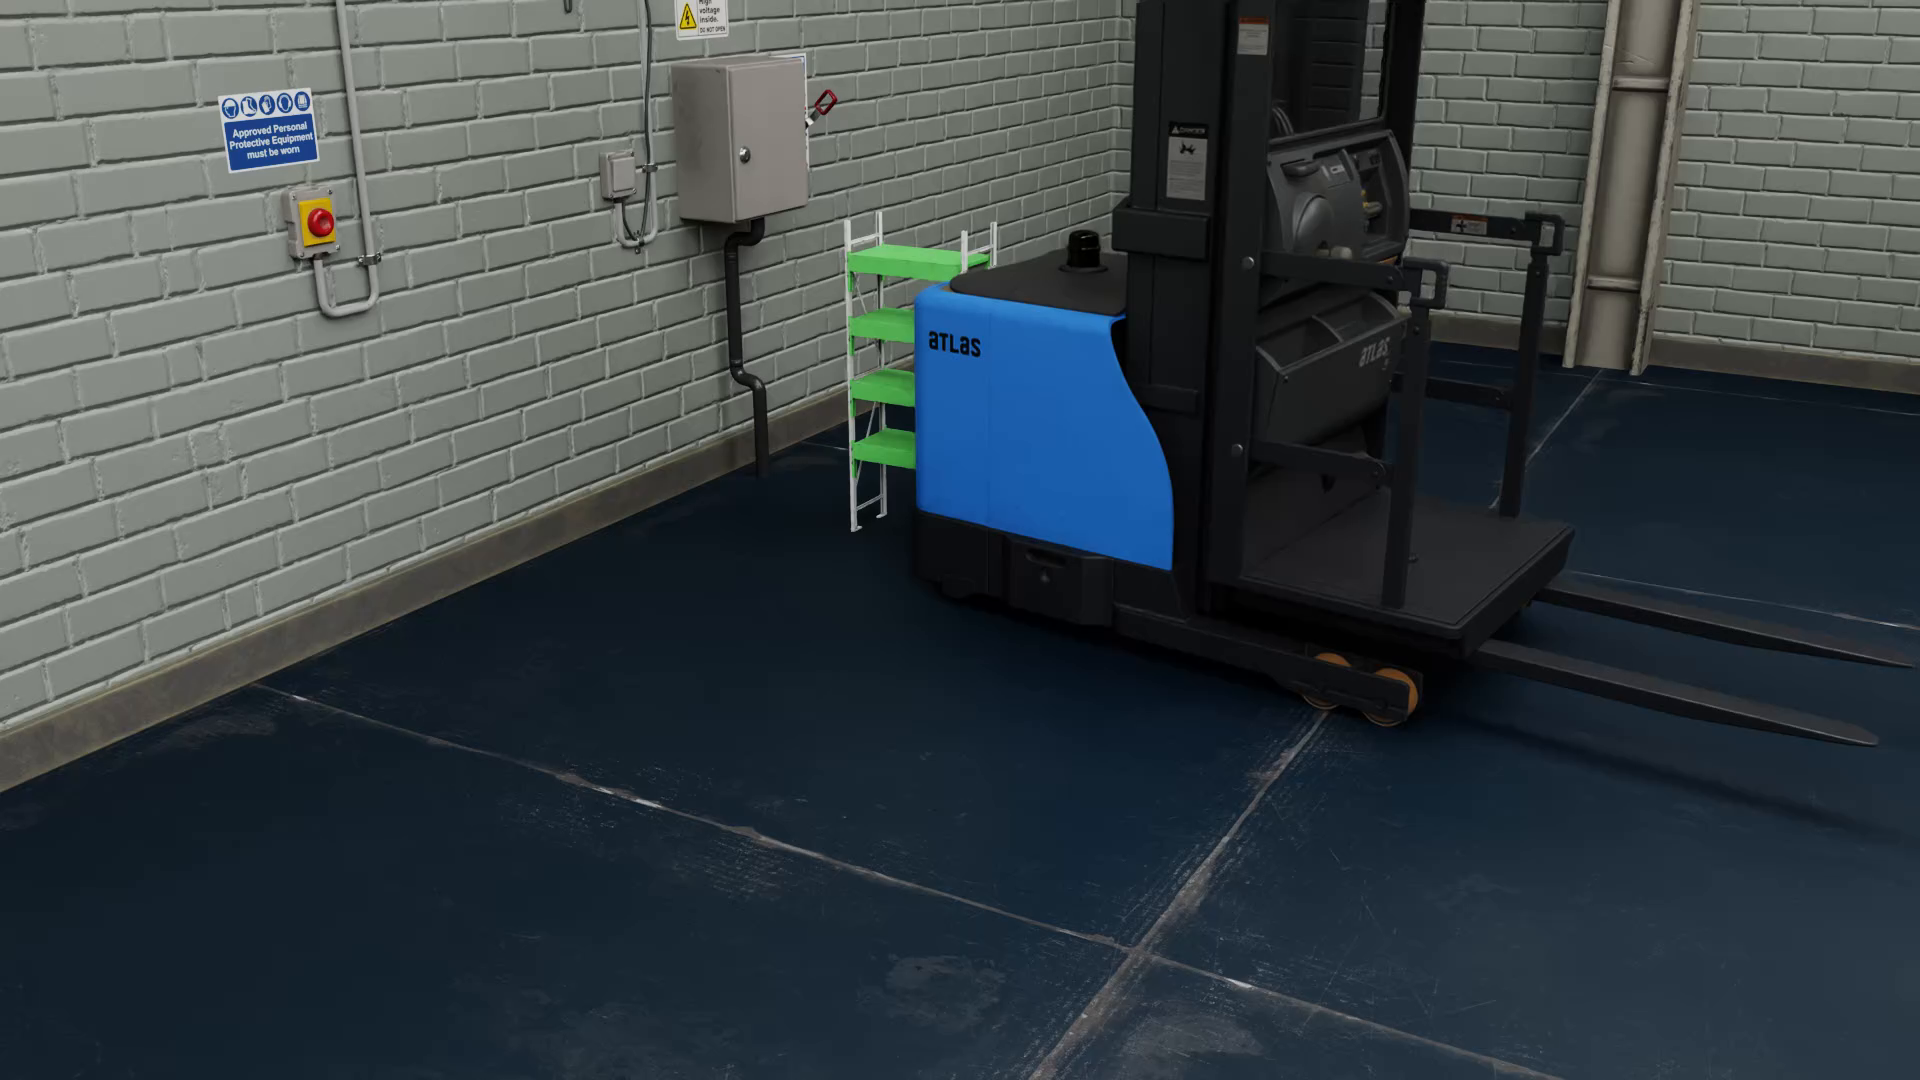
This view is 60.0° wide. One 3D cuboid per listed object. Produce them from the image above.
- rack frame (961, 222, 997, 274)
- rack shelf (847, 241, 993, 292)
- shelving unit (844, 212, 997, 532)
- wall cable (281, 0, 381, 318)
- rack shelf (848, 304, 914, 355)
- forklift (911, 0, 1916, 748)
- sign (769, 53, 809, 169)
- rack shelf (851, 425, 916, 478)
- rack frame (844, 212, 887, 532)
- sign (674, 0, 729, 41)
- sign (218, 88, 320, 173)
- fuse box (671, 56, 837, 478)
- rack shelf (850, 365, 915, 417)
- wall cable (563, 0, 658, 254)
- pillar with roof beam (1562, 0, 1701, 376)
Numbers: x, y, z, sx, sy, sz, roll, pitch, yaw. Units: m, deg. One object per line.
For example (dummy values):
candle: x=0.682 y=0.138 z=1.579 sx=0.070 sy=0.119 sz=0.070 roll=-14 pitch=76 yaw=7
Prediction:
rack frame: x=0.068 y=-0.551 z=6.124 sx=0.015 sy=1.200 sz=0.240 roll=11 pitch=23 yaw=27
rack shelf: x=-0.145 y=-0.983 z=6.094 sx=0.480 sy=0.148 sz=0.258 roll=11 pitch=23 yaw=27
shelving unit: x=-0.145 y=-0.592 z=6.236 sx=0.503 sy=1.200 sz=0.258 roll=11 pitch=23 yaw=27
wall cable: x=-1.959 y=-1.581 z=4.789 sx=0.123 sy=1.953 sz=0.585 roll=11 pitch=23 yaw=27
rack shelf: x=-0.145 y=-0.757 z=6.176 sx=0.480 sy=0.148 sz=0.258 roll=11 pitch=23 yaw=27
forklift: x=1.321 y=-1.038 z=4.927 sx=3.031 sy=2.935 sz=1.130 roll=14 pitch=24 yaw=34
sign: x=-0.747 y=-1.827 z=7.142 sx=0.001 sy=0.494 sz=0.329 roll=11 pitch=23 yaw=27
rack shelf: x=-0.145 y=-0.306 z=6.340 sx=0.480 sy=0.148 sz=0.258 roll=11 pitch=23 yaw=27
rack frame: x=-0.358 y=-0.632 z=6.348 sx=0.015 sy=1.200 sz=0.240 roll=11 pitch=23 yaw=27
sign: x=-1.015 y=-2.096 z=6.534 sx=0.001 sy=0.242 sz=0.339 roll=11 pitch=23 yaw=27
sign: x=-2.036 y=-1.212 z=4.910 sx=0.001 sy=0.218 sz=0.327 roll=11 pitch=23 yaw=27
fuse box: x=-0.807 y=-1.084 z=6.845 sx=0.414 sy=1.711 sz=0.539 roll=11 pitch=23 yaw=27
rack shelf: x=-0.145 y=-0.532 z=6.258 sx=0.480 sy=0.148 sz=0.258 roll=11 pitch=23 yaw=27
wall cable: x=-1.278 y=-1.991 z=5.964 sx=0.122 sy=1.984 sz=0.588 roll=11 pitch=23 yaw=27
pillar with roof beam: x=1.379 y=-3.892 z=3.897 sx=0.400 sy=9.000 sz=9.100 roll=11 pitch=23 yaw=27
